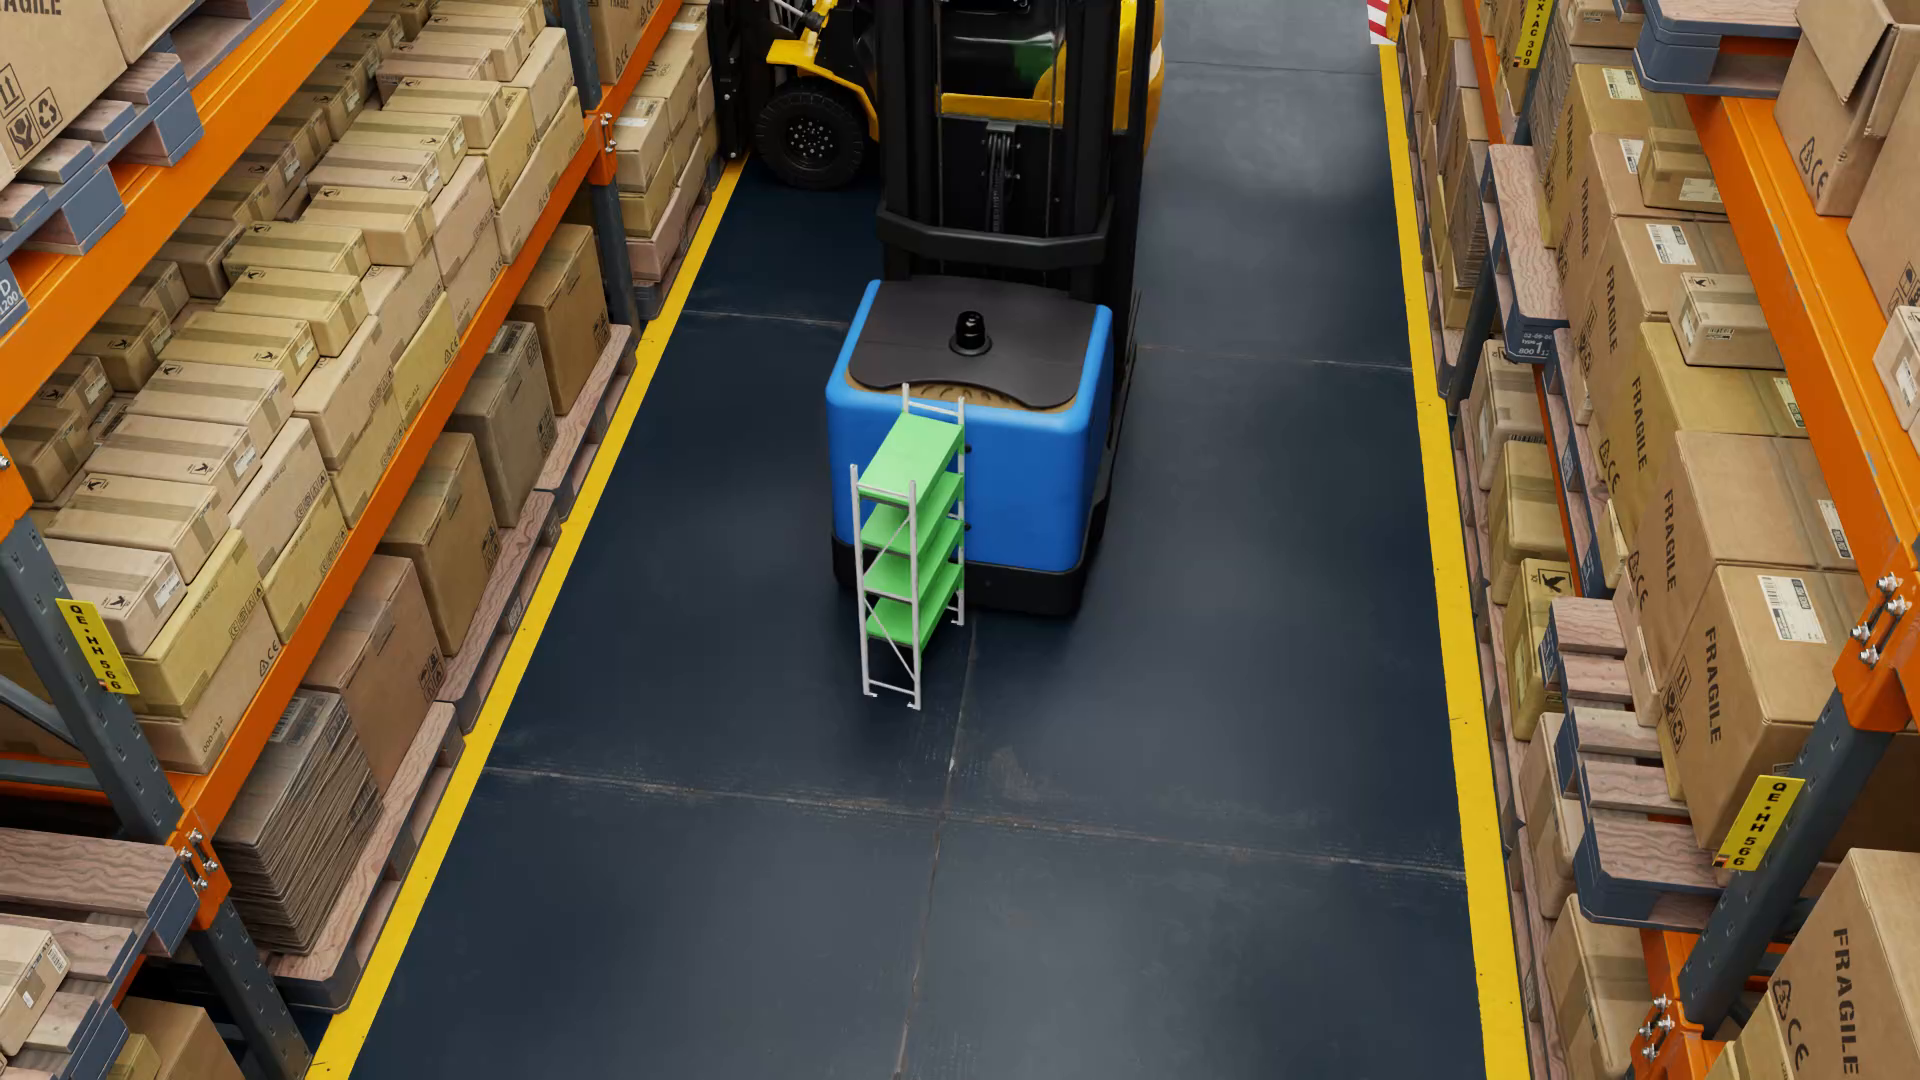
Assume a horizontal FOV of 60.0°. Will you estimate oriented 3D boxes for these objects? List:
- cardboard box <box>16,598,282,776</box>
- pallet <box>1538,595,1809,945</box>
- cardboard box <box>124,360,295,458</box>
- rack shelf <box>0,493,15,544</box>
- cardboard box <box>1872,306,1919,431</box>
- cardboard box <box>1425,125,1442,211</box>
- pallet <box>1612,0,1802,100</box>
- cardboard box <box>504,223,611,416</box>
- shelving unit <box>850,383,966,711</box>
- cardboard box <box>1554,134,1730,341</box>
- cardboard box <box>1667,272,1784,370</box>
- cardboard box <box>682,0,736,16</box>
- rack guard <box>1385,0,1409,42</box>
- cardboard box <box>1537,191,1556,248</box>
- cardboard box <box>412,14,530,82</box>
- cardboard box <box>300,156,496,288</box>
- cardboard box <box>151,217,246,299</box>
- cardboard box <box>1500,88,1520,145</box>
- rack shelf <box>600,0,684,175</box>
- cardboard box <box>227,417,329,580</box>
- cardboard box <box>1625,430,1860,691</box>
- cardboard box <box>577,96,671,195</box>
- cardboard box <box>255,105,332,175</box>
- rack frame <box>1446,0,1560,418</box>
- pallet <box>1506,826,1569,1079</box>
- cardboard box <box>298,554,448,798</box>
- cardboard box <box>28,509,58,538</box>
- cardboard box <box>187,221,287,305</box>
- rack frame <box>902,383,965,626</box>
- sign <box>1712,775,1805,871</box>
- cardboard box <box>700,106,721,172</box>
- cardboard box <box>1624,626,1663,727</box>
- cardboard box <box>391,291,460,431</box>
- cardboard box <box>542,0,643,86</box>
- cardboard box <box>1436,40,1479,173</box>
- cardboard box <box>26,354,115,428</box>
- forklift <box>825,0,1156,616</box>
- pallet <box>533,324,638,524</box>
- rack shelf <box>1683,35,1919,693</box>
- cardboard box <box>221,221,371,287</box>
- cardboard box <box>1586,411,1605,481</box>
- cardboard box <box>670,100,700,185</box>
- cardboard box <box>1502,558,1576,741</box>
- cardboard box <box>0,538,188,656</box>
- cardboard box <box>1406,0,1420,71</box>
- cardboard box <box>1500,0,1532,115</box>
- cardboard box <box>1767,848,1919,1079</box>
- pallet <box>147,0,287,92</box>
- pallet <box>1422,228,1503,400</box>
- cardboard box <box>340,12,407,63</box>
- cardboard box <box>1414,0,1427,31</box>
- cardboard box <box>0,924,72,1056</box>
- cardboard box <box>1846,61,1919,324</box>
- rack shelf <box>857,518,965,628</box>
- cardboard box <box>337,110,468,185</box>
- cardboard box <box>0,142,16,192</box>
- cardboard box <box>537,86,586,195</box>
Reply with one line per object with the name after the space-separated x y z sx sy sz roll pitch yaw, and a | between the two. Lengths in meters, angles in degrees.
-2.329 0.385 4.794 0.500 0.250 0.500 5 44 6 | cardboard box
2.279 0.633 4.561 1.213 0.211 1.003 5 44 6 | pallet
-2.231 -0.391 4.959 0.380 0.149 0.250 6 44 6 | cardboard box
-2.894 1.145 2.223 1.077 0.370 4.000 5 44 6 | rack shelf
2.149 -0.343 3.454 0.380 0.149 0.250 5 44 6 | cardboard box
2.764 -1.959 8.853 0.500 0.250 0.500 6 44 6 | cardboard box
2.498 -1.570 4.704 1.213 0.211 1.003 5 44 6 | pallet
-2.159 -1.049 7.621 0.875 0.625 0.625 7 44 7 | cardboard box
-0.183 0.047 6.350 0.258 1.200 0.503 14 45 15 | shelving unit
2.329 -0.993 5.545 0.500 0.500 0.500 5 44 5 | cardboard box
2.227 -0.614 4.673 0.380 0.149 0.250 3 44 4 | cardboard box
-1.517 -2.979 9.204 0.500 0.250 0.500 4 44 5 | cardboard box
3.338 -3.434 10.535 1.175 0.500 0.348 5 44 6 | rack guard
2.392 -1.211 6.247 0.380 0.149 0.250 6 44 6 | cardboard box
-1.942 -1.957 6.613 0.380 0.149 0.250 5 44 5 | cardboard box
-2.047 -1.186 6.088 0.500 0.250 0.500 6 44 6 | cardboard box
-2.604 -0.950 5.549 0.380 0.149 0.250 6 44 7 | cardboard box
2.560 -1.823 7.198 0.380 0.149 0.250 5 44 5 | cardboard box
-1.837 -3.218 9.012 1.077 0.370 4.000 5 44 6 | rack shelf
-2.262 -0.138 4.982 0.500 0.250 0.500 7 44 7 | cardboard box
2.133 0.074 4.418 0.500 0.500 0.500 5 44 5 | cardboard box
-1.726 -1.934 8.100 0.500 0.250 0.500 5 44 5 | cardboard box
-2.553 -1.476 6.105 0.380 0.149 0.250 5 44 5 | cardboard box
2.820 -1.667 6.851 1.000 3.000 0.127 5 44 6 | rack frame
2.396 1.539 5.493 1.003 0.211 1.213 5 44 6 | pallet
-2.455 0.450 6.037 0.875 0.625 0.625 7 44 7 | cardboard box
-2.846 0.152 4.676 0.500 0.250 0.500 6 44 6 | cardboard box
-2.637 -0.880 5.766 0.500 0.250 0.500 4 44 5 | cardboard box
-0.098 -0.111 6.516 0.240 1.200 0.015 14 45 15 | rack frame
1.752 0.624 3.647 0.100 0.325 0.005 5 44 6 | sign
-1.605 -2.268 9.181 0.500 0.250 0.500 6 44 6 | cardboard box
2.053 0.388 4.558 0.380 0.149 0.250 5 44 5 | cardboard box
-2.126 -0.663 5.900 0.500 0.250 0.500 7 44 7 | cardboard box
-1.784 -2.431 7.585 0.500 0.500 0.500 4 44 4 | cardboard box
2.764 -2.216 8.580 0.500 0.500 0.500 7 44 8 | cardboard box
-2.806 -0.435 5.005 0.380 0.149 0.250 4 44 5 | cardboard box
0.254 -1.778 7.019 1.130 2.935 3.031 8 44 8 | forklift
-2.160 -0.598 7.750 1.003 0.211 1.213 5 44 6 | pallet
2.555 -1.132 4.628 1.077 0.370 4.000 5 44 6 | rack shelf
-2.197 -0.919 5.516 0.380 0.149 0.250 5 44 6 | cardboard box
2.227 -0.310 5.296 0.380 0.149 0.250 4 44 4 | cardboard box
-1.667 -2.096 8.635 0.500 0.250 0.500 5 44 5 | cardboard box
2.571 0.457 6.214 0.950 0.372 0.625 7 44 7 | cardboard box
-2.296 0.148 4.390 0.380 0.149 0.250 6 44 7 | cardboard box
2.968 -3.023 9.977 0.500 0.250 0.500 5 44 5 | cardboard box
2.632 -2.137 7.058 0.500 0.500 0.500 4 44 4 | cardboard box
1.983 0.973 3.263 0.500 0.500 0.500 4 44 4 | cardboard box
-2.484 -1.643 4.782 1.003 0.211 1.213 7 44 7 | pallet
2.873 -1.116 8.297 1.003 0.211 1.213 5 44 6 | pallet
-2.448 -1.990 6.647 0.380 0.149 0.250 4 44 4 | cardboard box
2.965 -3.279 9.702 0.500 0.500 0.500 4 44 4 | cardboard box
-2.336 1.032 3.878 0.380 0.149 0.250 6 44 6 | cardboard box
2.426 -0.712 3.588 0.700 0.500 0.500 5 44 6 | cardboard box
-0.183 0.093 6.394 0.258 0.148 0.480 14 45 15 | rack shelf
-2.027 -1.431 6.057 0.380 0.149 0.250 4 44 5 | cardboard box
-2.283 -0.793 3.538 0.380 0.166 0.250 5 44 5 | cardboard box
-1.908 -1.694 6.989 0.500 0.250 0.500 6 44 6 | cardboard box
